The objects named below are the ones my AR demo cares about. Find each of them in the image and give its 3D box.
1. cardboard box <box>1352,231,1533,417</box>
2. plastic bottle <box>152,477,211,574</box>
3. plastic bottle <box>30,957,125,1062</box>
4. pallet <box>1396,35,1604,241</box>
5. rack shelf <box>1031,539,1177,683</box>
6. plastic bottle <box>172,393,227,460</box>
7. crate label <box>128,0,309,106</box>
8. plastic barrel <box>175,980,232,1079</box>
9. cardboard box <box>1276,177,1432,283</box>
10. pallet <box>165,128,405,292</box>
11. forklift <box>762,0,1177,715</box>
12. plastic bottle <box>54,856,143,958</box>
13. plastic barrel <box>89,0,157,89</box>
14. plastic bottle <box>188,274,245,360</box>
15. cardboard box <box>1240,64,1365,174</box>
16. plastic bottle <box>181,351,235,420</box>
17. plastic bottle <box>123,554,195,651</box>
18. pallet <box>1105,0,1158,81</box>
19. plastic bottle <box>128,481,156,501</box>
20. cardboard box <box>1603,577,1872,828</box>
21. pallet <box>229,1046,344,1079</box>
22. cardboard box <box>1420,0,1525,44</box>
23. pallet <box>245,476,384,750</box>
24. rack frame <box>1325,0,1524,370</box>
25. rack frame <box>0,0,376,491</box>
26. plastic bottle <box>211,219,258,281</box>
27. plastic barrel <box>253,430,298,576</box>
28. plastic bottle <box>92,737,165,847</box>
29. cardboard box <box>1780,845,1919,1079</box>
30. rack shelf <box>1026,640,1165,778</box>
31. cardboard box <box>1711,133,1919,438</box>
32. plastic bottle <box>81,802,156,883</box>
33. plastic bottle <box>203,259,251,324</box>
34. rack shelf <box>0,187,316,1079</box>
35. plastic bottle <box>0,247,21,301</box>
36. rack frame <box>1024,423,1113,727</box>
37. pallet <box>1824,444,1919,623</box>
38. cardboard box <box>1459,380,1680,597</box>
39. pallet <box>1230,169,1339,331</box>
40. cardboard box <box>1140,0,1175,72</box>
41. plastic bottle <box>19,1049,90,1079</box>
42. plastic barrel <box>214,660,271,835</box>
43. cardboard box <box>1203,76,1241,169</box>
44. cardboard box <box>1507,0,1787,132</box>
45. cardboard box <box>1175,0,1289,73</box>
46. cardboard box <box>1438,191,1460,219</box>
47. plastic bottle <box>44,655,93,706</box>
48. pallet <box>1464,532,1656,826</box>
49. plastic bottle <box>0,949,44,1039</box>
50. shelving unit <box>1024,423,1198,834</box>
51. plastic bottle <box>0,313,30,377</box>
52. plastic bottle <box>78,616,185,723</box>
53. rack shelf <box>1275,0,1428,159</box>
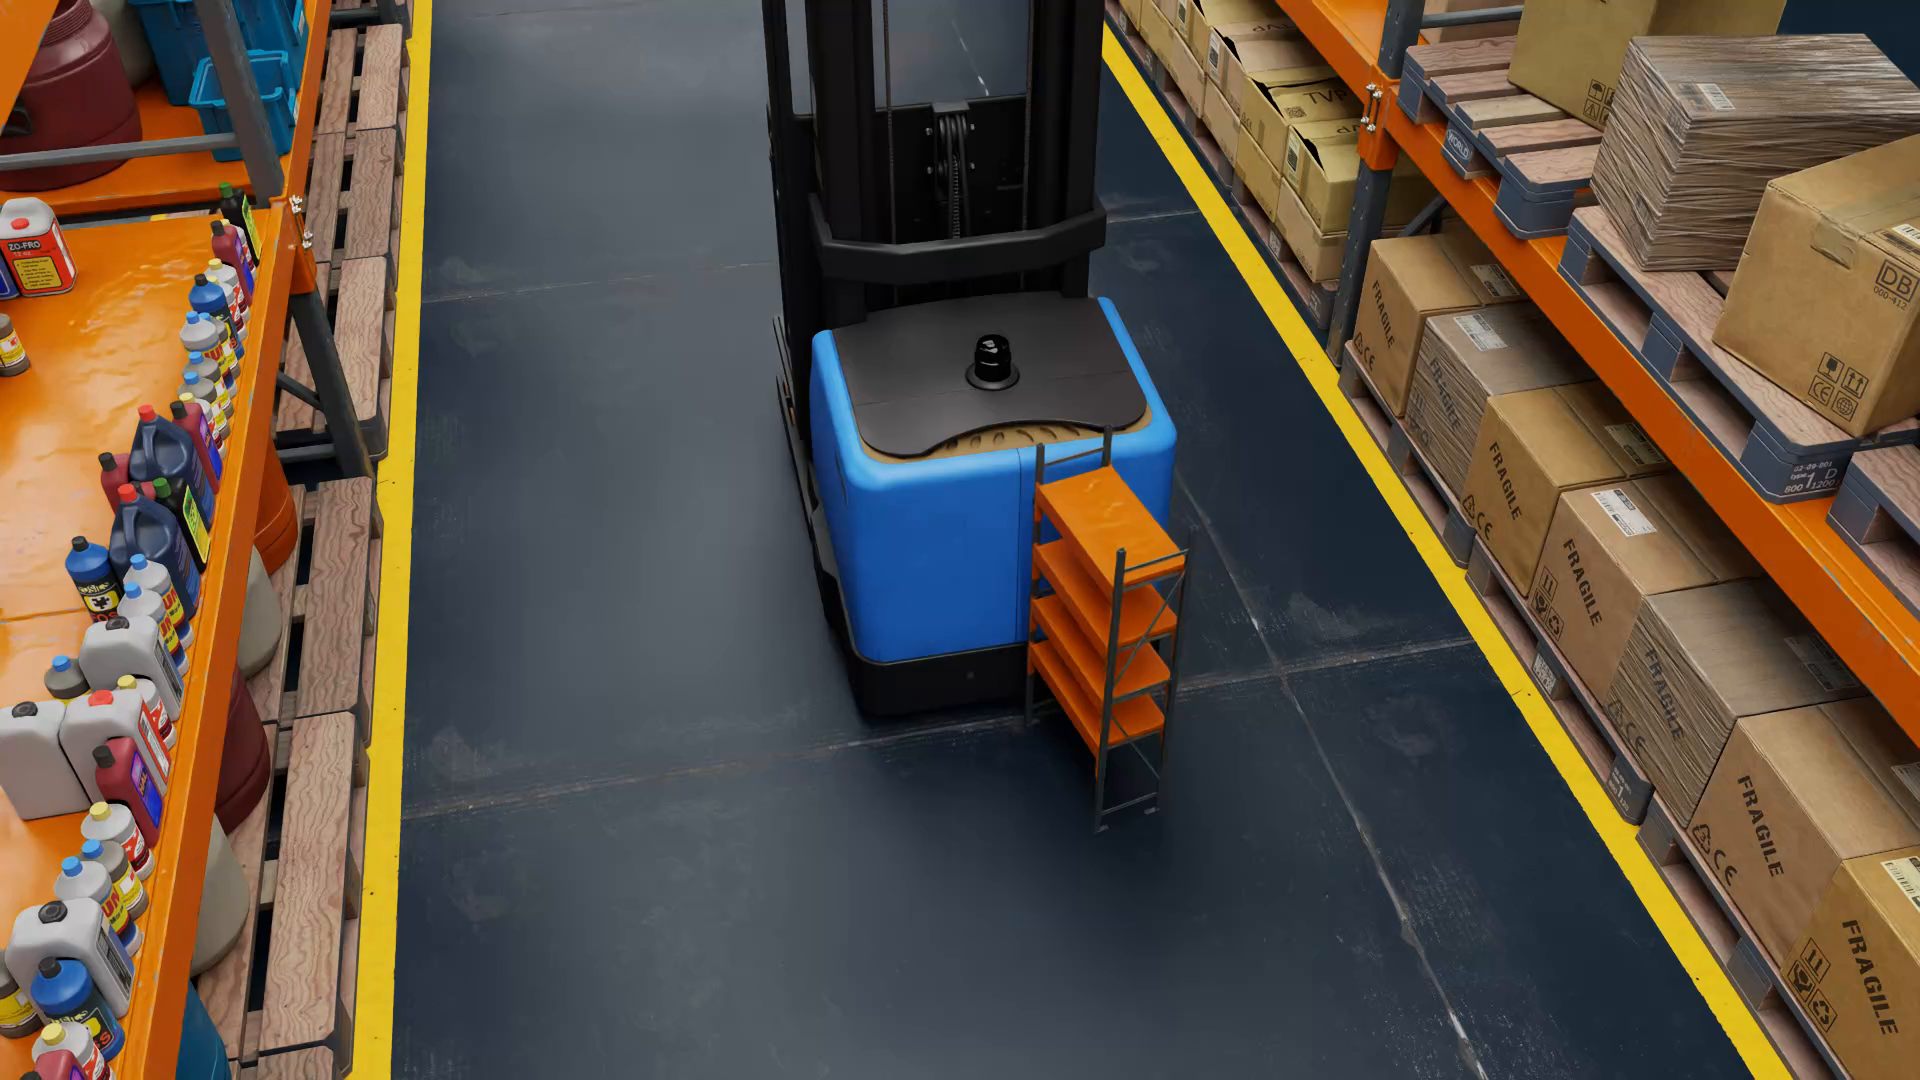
[{"bbox_3d":[1.892,-0.851,6.501,0.500,0.500,0.500,-7,42,-7],"label":"cardboard box"},{"bbox_3d":[-1.945,-0.058,4.144,0.061,0.283,0.133,-8,42,-9],"label":"plastic bottle"},{"bbox_3d":[-1.656,0.870,3.107,0.097,0.271,0.097,0,42,0],"label":"plastic bottle"},{"bbox_3d":[2.288,-1.456,5.776,1.213,0.211,1.003,-8,42,-9],"label":"pallet"},{"bbox_3d":[0.429,0.175,4.909,0.258,0.148,0.480,-17,45,-18],"label":"rack shelf"},{"bbox_3d":[-2.057,-0.306,4.485,0.097,0.201,0.097,0,42,0],"label":"plastic bottle"},{"bbox_3d":[-2.715,-1.946,6.156,0.502,0.435,0.616,-8,42,-9],"label":"crate label"},{"bbox_3d":[-2.155,1.156,3.952,0.600,0.901,0.708,-8,42,-9],"label":"plastic barrel"},{"bbox_3d":[1.721,-1.392,7.314,0.500,0.250,0.500,-7,42,-8],"label":"cardboard box"},{"bbox_3d":[-3.154,-1.504,7.786,1.003,0.211,1.213,-8,42,-9],"label":"pallet"},{"bbox_3d":[-0.131,-1.505,5.738,1.130,2.935,3.031,-8,42,-9],"label":"forklift"},{"bbox_3d":[-1.706,0.720,3.276,0.097,0.271,0.097,0,42,0],"label":"plastic bottle"},{"bbox_3d":[-3.195,-1.928,6.078,0.421,0.512,0.421,0,42,0],"label":"plastic barrel"},{"bbox_3d":[-2.162,-0.648,4.817,0.097,0.271,0.097,0,42,0],"label":"plastic bottle"},{"bbox_3d":[1.601,-1.936,7.504,0.500,0.311,0.500,-9,42,-10],"label":"cardboard box"},{"bbox_3d":[-2.099,-0.432,4.627,0.097,0.201,0.097,0,42,0],"label":"plastic bottle"},{"bbox_3d":[-1.898,0.143,3.926,0.097,0.271,0.097,0,42,0],"label":"plastic bottle"},{"bbox_3d":[1.407,-3.036,9.511,1.003,0.211,1.213,-8,42,-9],"label":"pallet"},{"bbox_3d":[-2.005,-0.050,4.134,0.061,0.283,0.133,-8,42,-9],"label":"plastic bottle"},{"bbox_3d":[2.344,0.480,5.001,0.500,0.500,0.500,-8,42,-9],"label":"cardboard box"},{"bbox_3d":[-2.027,1.879,3.974,1.003,0.211,1.213,-8,42,-9],"label":"pallet"},{"bbox_3d":[2.037,-2.166,6.498,0.500,0.311,0.500,-6,42,-7],"label":"cardboard box"},{"bbox_3d":[-2.554,0.298,5.756,1.003,0.211,1.213,-8,42,-9],"label":"pallet"},{"bbox_3d":[2.073,-1.958,6.196,1.000,3.000,0.127,-8,42,-9],"label":"rack frame"},{"bbox_3d":[-2.764,-1.250,5.399,1.000,3.000,0.127,-8,42,-9],"label":"rack frame"},{"bbox_3d":[-2.253,-0.897,5.151,0.097,0.201,0.097,0,42,0],"label":"plastic bottle"},{"bbox_3d":[-2.642,-0.281,5.625,0.600,0.830,0.708,-8,42,-9],"label":"plastic barrel"},{"bbox_3d":[-1.755,0.512,3.502,0.061,0.283,0.133,-8,42,-9],"label":"plastic bottle"},{"bbox_3d":[2.550,1.127,4.273,0.500,0.500,0.500,-9,42,-10],"label":"cardboard box"},{"bbox_3d":[0.428,0.489,5.192,0.258,0.148,0.480,-17,45,-18],"label":"rack shelf"},{"bbox_3d":[2.495,-0.696,4.382,0.700,0.500,0.500,-19,45,-20],"label":"cardboard box"},{"bbox_3d":[-1.748,0.620,3.442,0.097,0.201,0.097,0,42,0],"label":"plastic bottle"},{"bbox_3d":[-2.204,-0.748,4.983,0.097,0.201,0.097,0,42,0],"label":"plastic bottle"},{"bbox_3d":[-2.333,0.315,4.177,1.077,0.370,4.000,-8,42,-9],"label":"rack shelf"},{"bbox_3d":[-2.987,-0.877,5.072,0.152,0.276,0.135,-8,42,-9],"label":"plastic bottle"},{"bbox_3d":[0.329,0.142,5.179,0.240,1.200,0.015,-17,45,-18],"label":"rack frame"},{"bbox_3d":[2.871,0.173,3.940,1.003,0.211,1.213,-8,42,-9],"label":"pallet"},{"bbox_3d":[2.114,-0.187,5.753,0.500,0.500,0.500,-9,42,-10],"label":"cardboard box"},{"bbox_3d":[1.933,-1.454,7.729,1.003,0.211,1.213,-8,42,-9],"label":"pallet"},{"bbox_3d":[1.278,-2.715,8.804,0.500,0.250,0.500,-10,42,-11],"label":"cardboard box"},{"bbox_3d":[-1.592,1.001,2.951,0.061,0.283,0.133,-8,42,-9],"label":"plastic bottle"},{"bbox_3d":[-2.398,0.541,4.881,0.600,0.588,0.708,-8,42,-9],"label":"plastic barrel"},{"bbox_3d":[1.501,-2.052,8.058,0.500,0.250,0.500,-7,42,-8],"label":"cardboard box"},{"bbox_3d":[2.319,-1.760,5.581,0.700,0.500,0.500,-22,46,-23],"label":"cardboard box"},{"bbox_3d":[1.389,-2.589,8.239,0.500,0.311,0.500,-7,42,-8],"label":"cardboard box"},{"bbox_3d":[2.247,-1.678,7.213,0.500,0.311,0.500,-7,42,-8],"label":"cardboard box"},{"bbox_3d":[-1.997,0.342,3.755,0.097,0.201,0.097,0,42,0],"label":"plastic bottle"},{"bbox_3d":[2.457,0.364,5.681,1.003,0.211,1.213,-8,42,-9],"label":"pallet"},{"bbox_3d":[-1.826,0.855,3.177,0.097,0.201,0.097,0,42,0],"label":"plastic bottle"},{"bbox_3d":[0.428,0.291,5.014,0.258,1.200,0.503,-17,45,-18],"label":"shelving unit"},{"bbox_3d":[-2.769,-0.579,4.793,0.097,0.201,0.097,0,42,0],"label":"plastic bottle"},{"bbox_3d":[-1.879,0.284,3.764,0.152,0.276,0.135,-8,42,-9],"label":"plastic bottle"},{"bbox_3d":[1.641,-2.985,7.895,1.077,0.370,4.000,-8,42,-9],"label":"rack shelf"}]
